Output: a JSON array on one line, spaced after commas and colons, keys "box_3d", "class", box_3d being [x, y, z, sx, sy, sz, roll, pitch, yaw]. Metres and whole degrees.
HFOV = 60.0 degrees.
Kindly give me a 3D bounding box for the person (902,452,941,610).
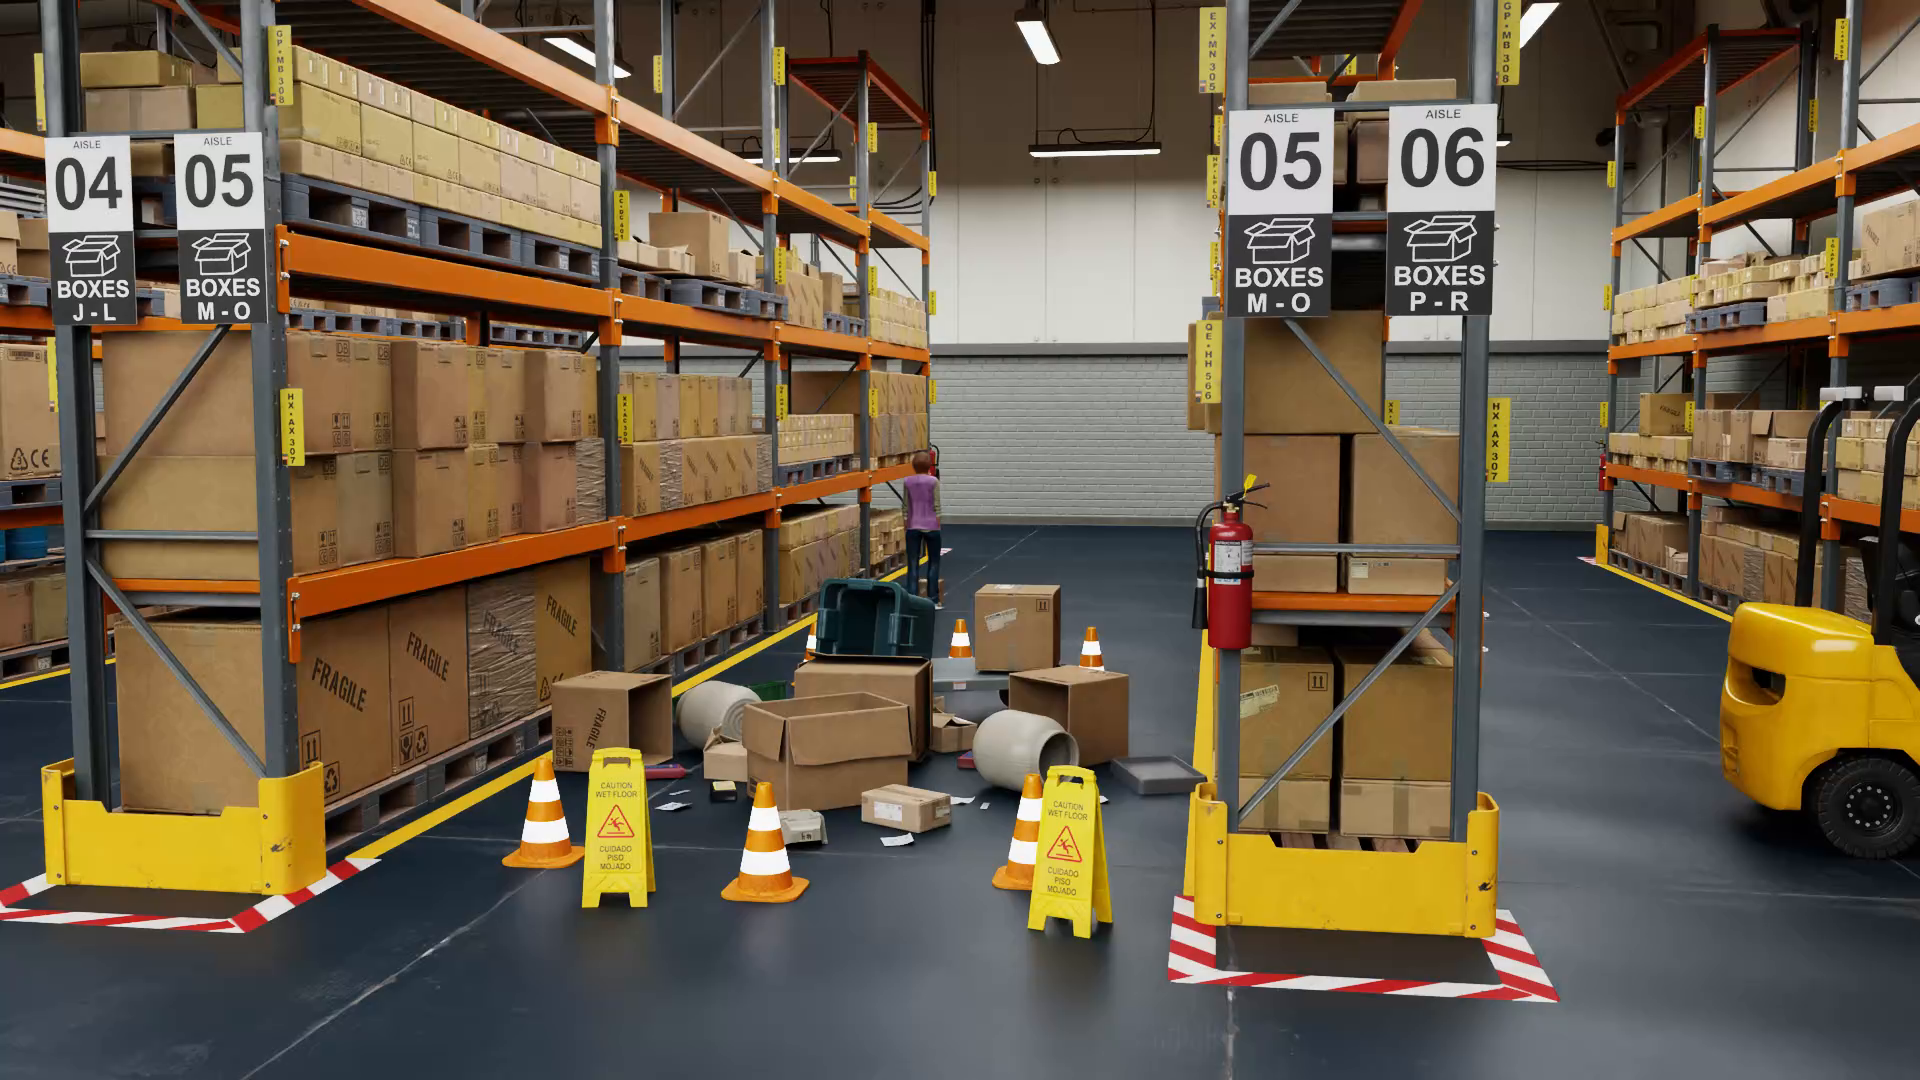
[{"box_3d": [-0.388, -0.080, 16.707, 0.407, 1.593, 0.302, 1, 5, 10], "class": "person"}]
